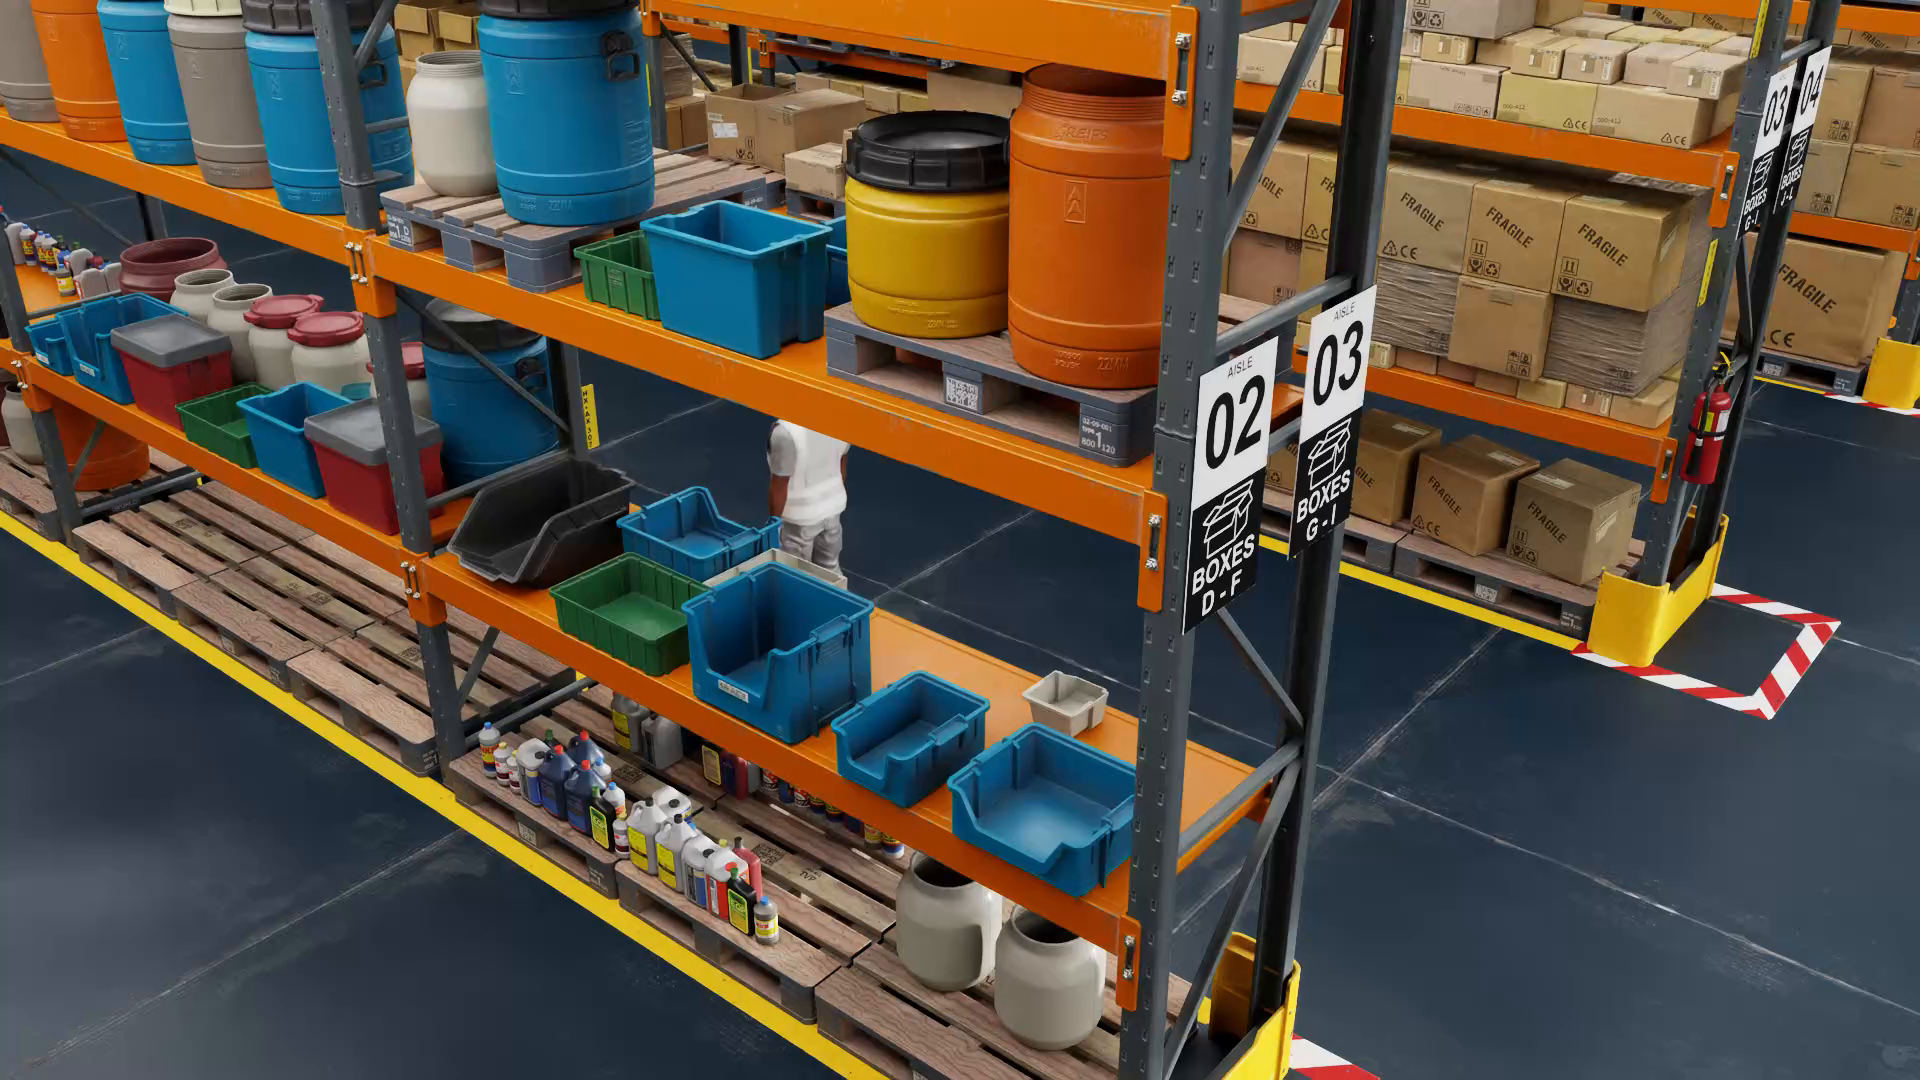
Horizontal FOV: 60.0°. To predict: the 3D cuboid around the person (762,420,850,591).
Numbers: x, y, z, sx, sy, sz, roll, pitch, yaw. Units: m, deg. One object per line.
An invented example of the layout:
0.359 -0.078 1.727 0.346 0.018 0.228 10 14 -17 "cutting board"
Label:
-0.819 -0.153 8.896 0.359 1.781 0.545 22 34 36 "person"
